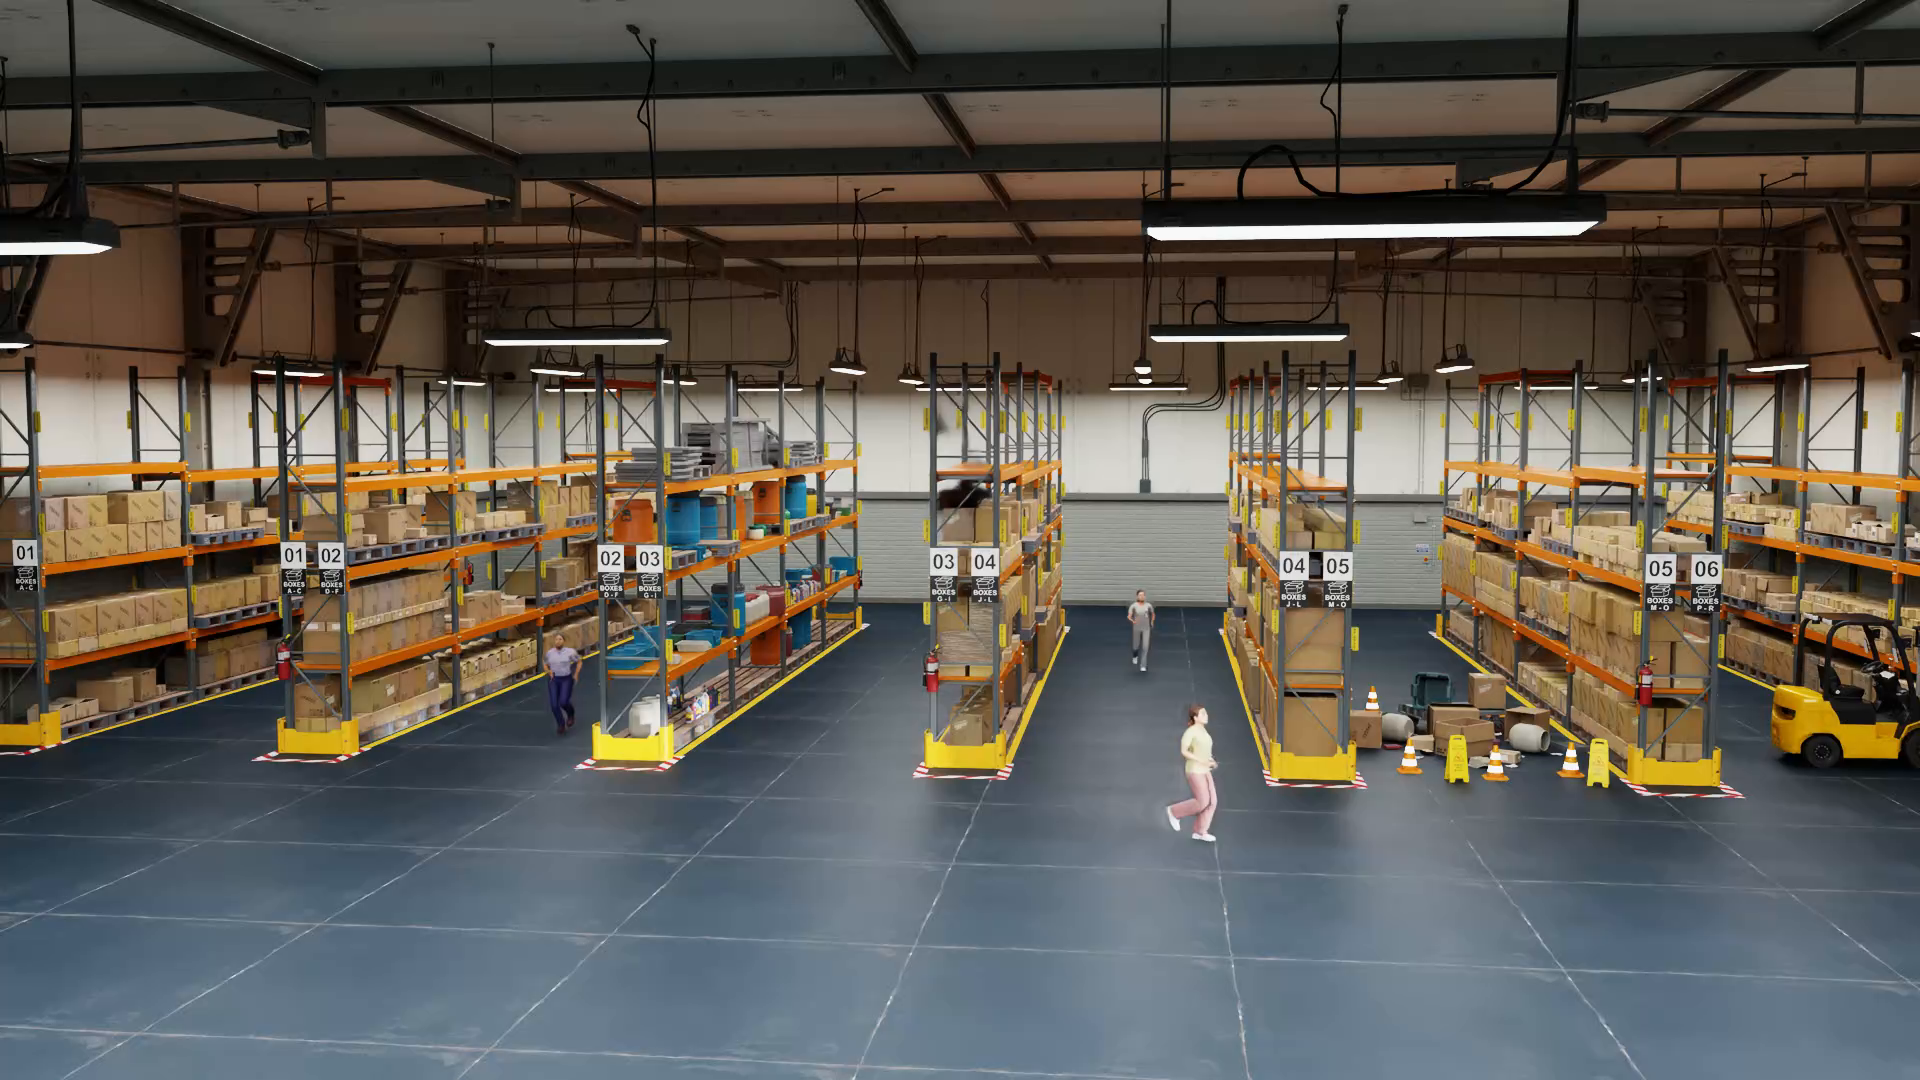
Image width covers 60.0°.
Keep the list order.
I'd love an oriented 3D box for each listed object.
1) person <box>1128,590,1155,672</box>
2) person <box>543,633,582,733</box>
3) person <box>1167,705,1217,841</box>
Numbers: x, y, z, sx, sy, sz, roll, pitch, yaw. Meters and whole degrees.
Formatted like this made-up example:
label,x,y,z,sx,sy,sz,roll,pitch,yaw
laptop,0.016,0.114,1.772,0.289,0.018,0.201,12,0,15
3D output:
label,x,y,z,sx,sy,sz,roll,pitch,yaw
person,3.666,1.814,33.549,0.574,1.628,0.758,0,4,-1
person,-6.435,2.309,26.792,0.599,1.608,0.531,0,4,0
person,2.808,2.776,19.960,0.619,1.626,0.574,3,5,32
